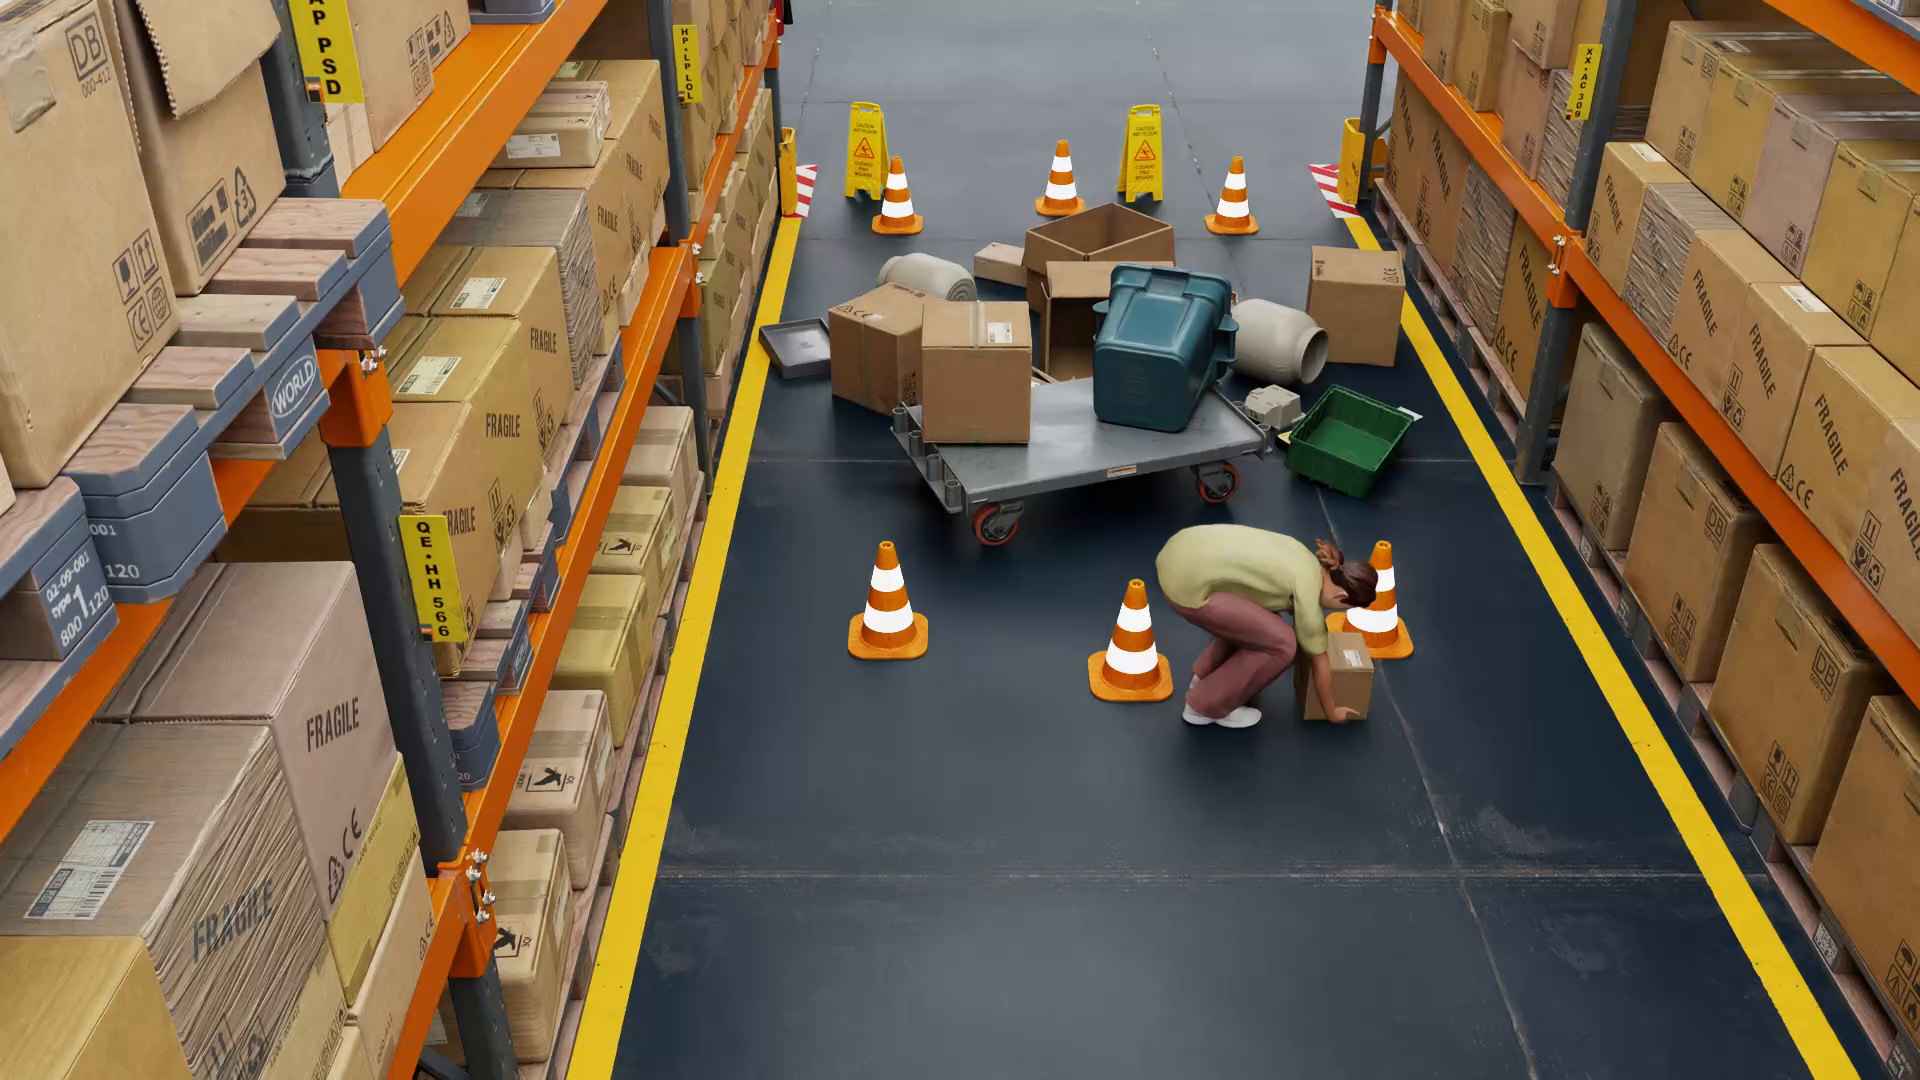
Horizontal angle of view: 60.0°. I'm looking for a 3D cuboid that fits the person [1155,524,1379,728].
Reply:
[{"bbox_3d":[1.179,0.321,6.466,0.861,0.819,0.463,-1,32,-2],"label":"person"}]
